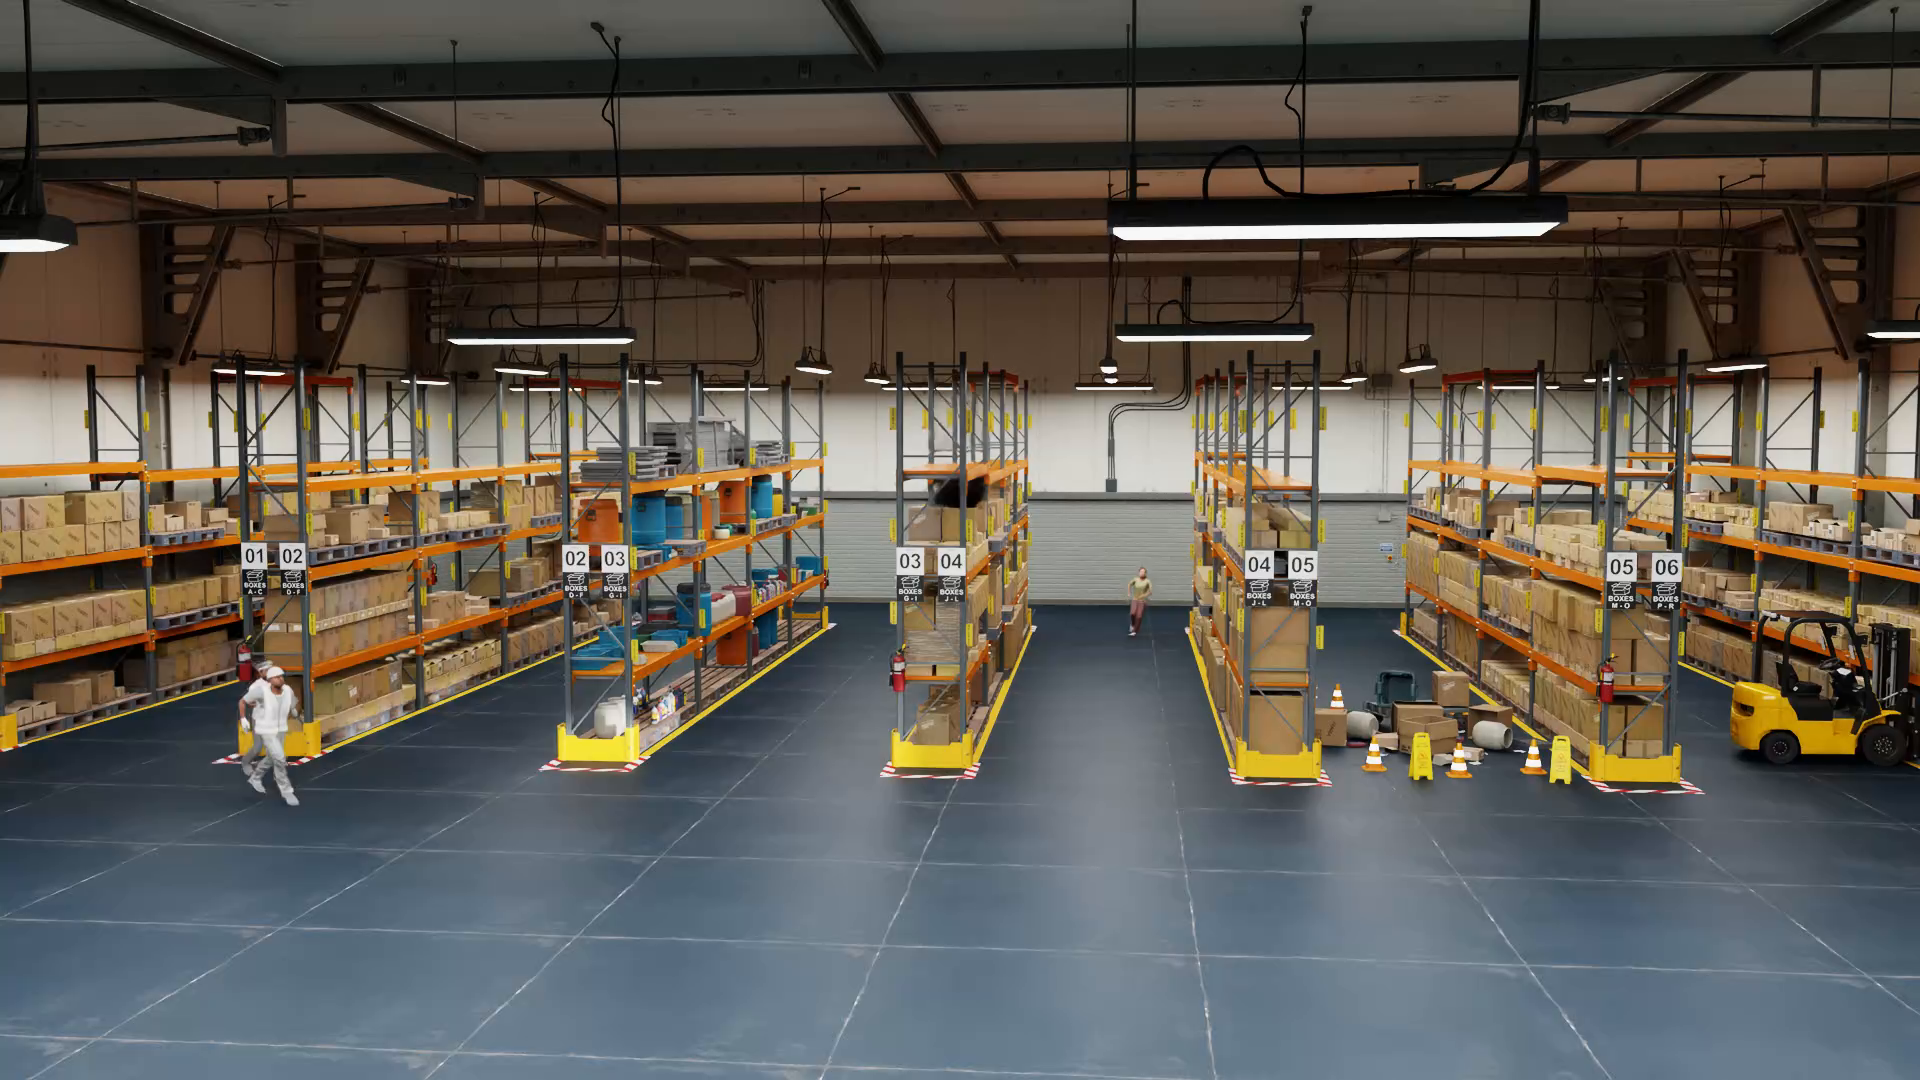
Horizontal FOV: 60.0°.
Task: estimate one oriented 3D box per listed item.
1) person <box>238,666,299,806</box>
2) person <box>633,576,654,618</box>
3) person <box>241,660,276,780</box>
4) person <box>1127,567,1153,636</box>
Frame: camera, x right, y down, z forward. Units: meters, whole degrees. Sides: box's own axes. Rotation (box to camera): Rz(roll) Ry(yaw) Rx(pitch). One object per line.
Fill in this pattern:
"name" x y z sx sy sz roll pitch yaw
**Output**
"person" -9.073 2.559 21.915 0.984 1.816 0.712 2 5 31
"person" -7.947 1.252 41.689 0.746 1.623 0.574 2 5 31
"person" -9.648 2.501 23.069 0.891 1.685 0.587 3 5 33
"person" 4.182 1.444 38.740 0.610 1.609 0.566 1 4 11
